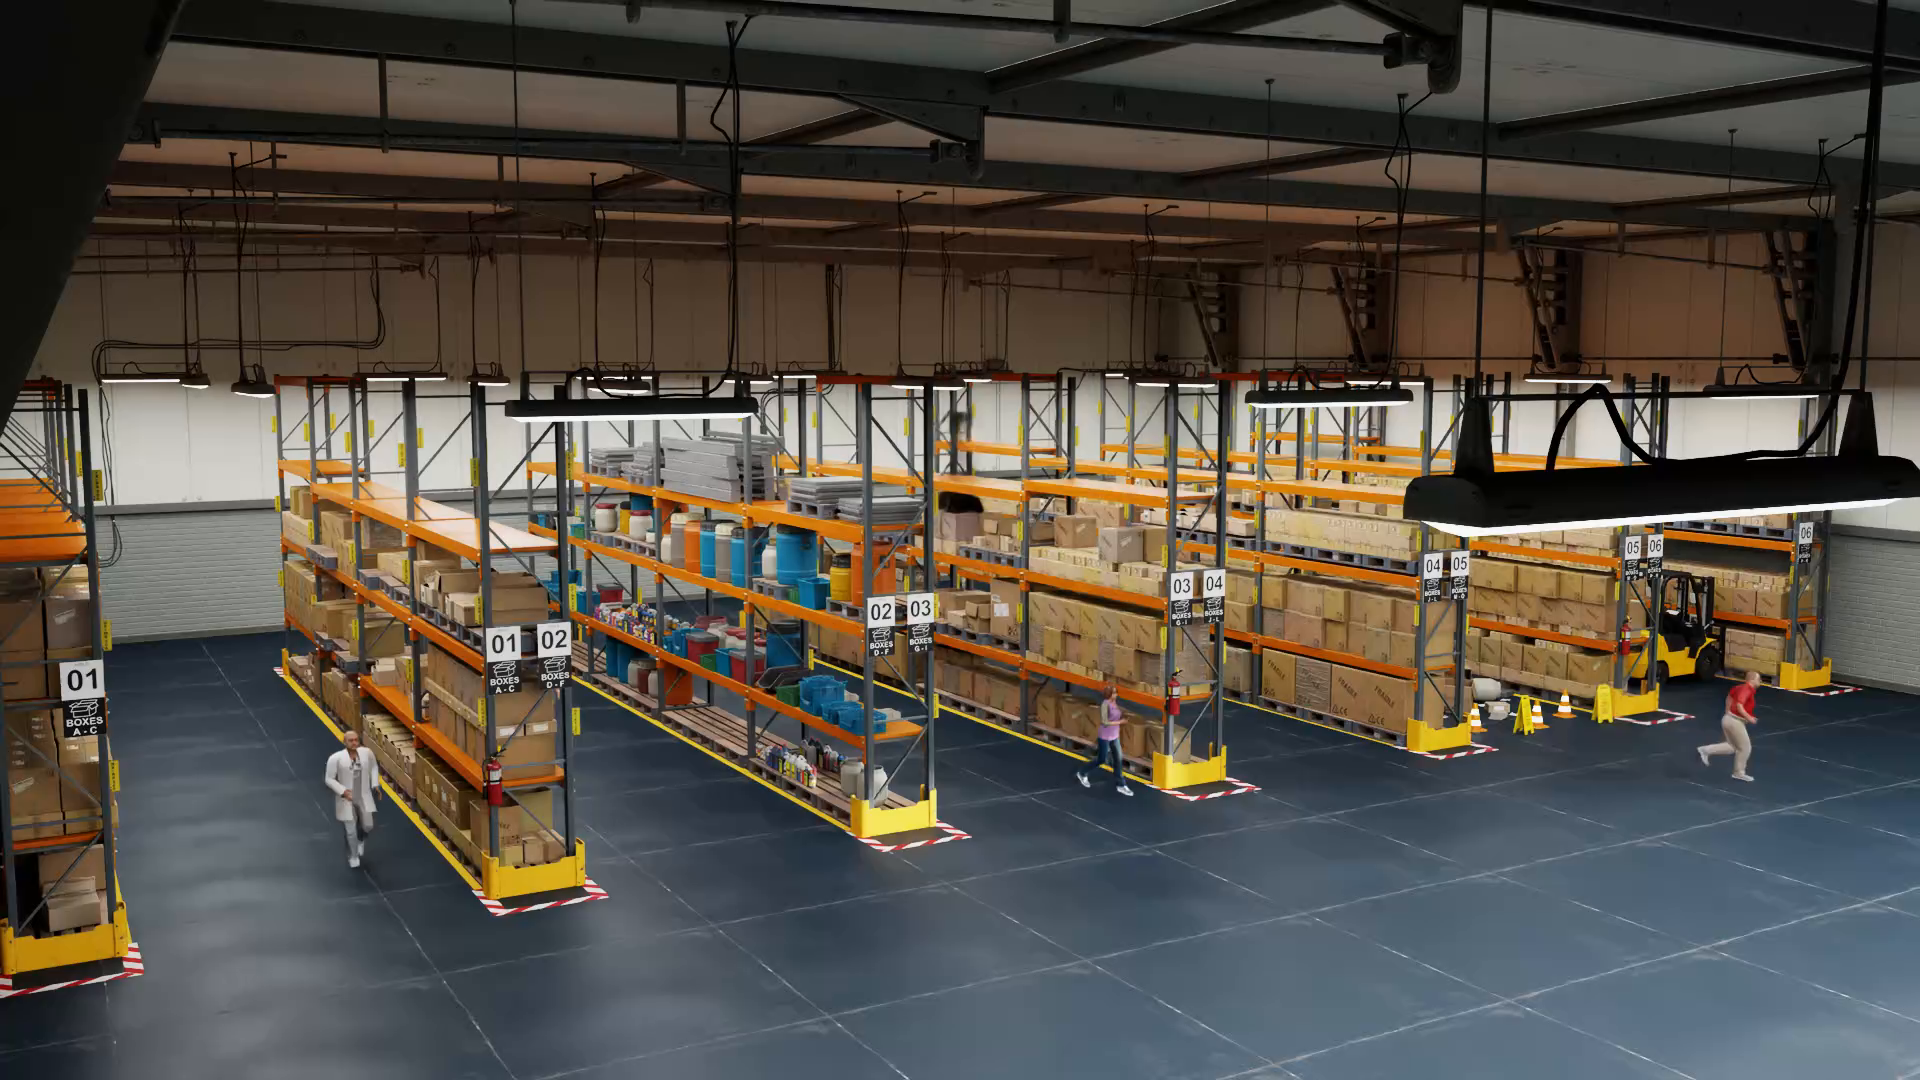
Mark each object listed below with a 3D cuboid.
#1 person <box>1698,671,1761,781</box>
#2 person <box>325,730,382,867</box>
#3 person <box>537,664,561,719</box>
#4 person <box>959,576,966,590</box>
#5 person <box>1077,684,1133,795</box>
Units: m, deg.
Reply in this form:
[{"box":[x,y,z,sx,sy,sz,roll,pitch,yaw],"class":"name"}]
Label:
[{"box":[11.572,2.785,25.021,0.825,1.681,0.638,2,7,21],"class":"person"},{"box":[-7.518,3.218,20.663,0.694,1.730,0.671,-5,8,-36],"class":"person"},{"box":[-6.611,2.638,26.441,0.574,1.639,0.583,-5,8,-36],"class":"person"},{"box":[0.171,0.701,43.617,0.699,1.728,0.687,4,7,31],"class":"person"},{"box":[2.117,2.877,24.125,0.890,1.589,0.534,4,7,31],"class":"person"}]
